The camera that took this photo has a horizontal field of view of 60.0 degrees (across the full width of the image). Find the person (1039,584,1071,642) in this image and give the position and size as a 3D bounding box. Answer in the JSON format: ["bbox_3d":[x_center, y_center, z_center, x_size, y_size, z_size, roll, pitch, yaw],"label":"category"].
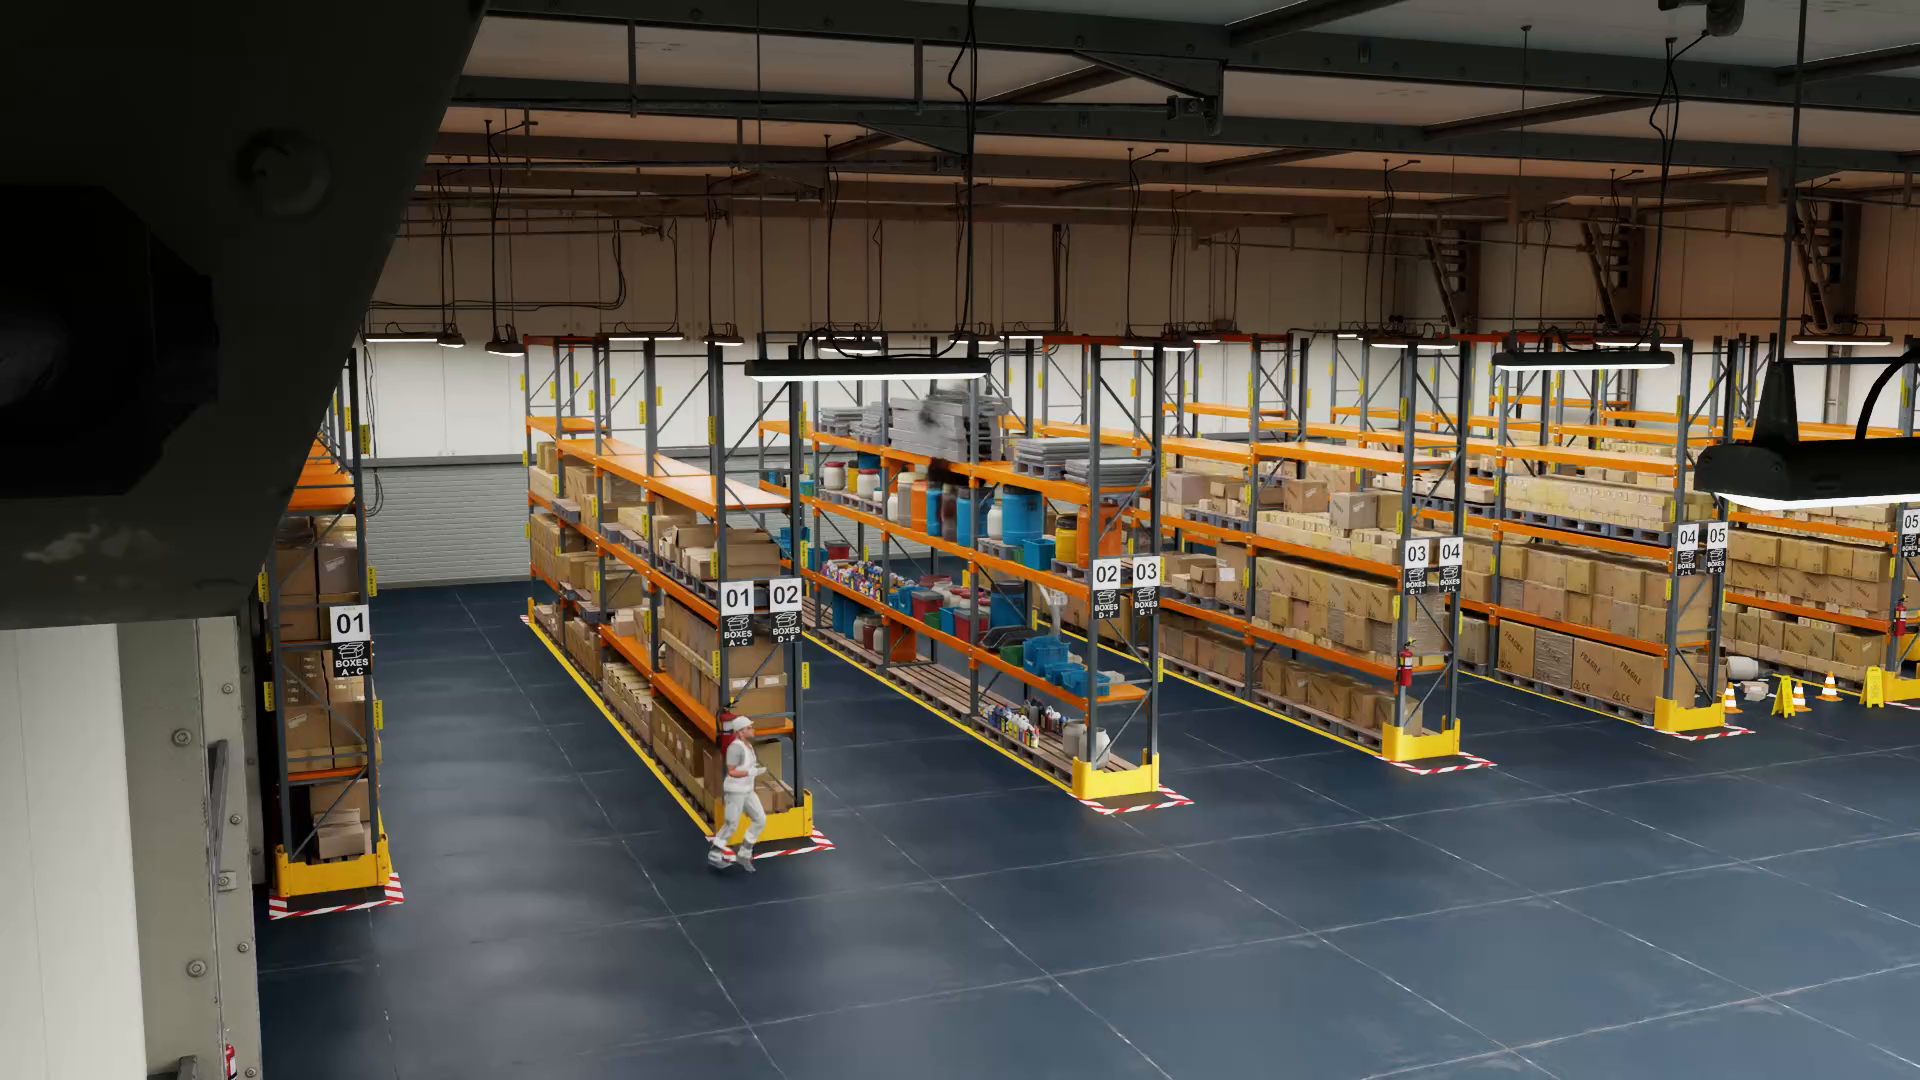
[{"bbox_3d":[1.789,1.222,30.113,0.584,1.776,0.734,-4,8,-26],"label":"person"}]

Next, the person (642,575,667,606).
[{"bbox_3d":[-6.540,0.859,35.104,0.780,1.705,0.908,-7,11,-44],"label":"person"}]

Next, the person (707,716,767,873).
[{"bbox_3d":[-2.511,2.928,19.135,0.731,1.822,0.652,2,8,17],"label":"person"}]
